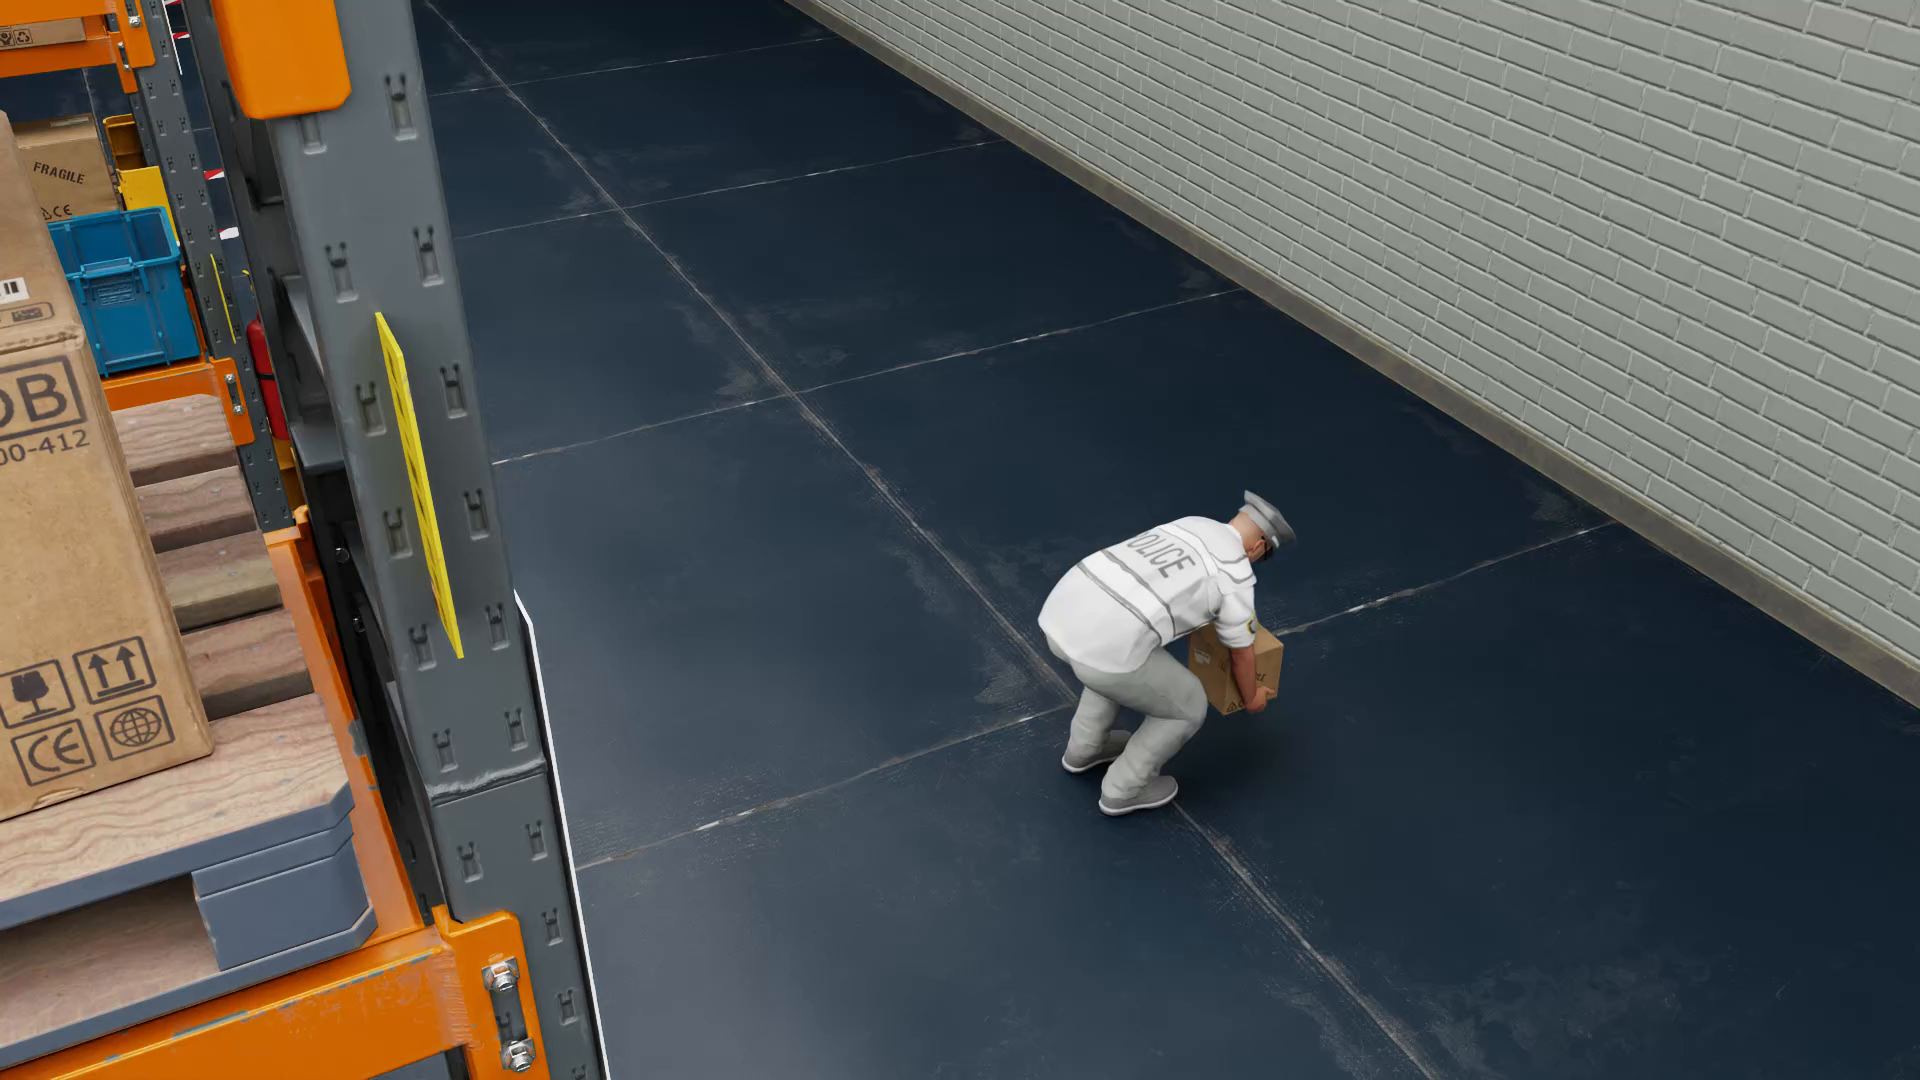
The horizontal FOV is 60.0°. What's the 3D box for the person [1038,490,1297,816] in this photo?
[{"bbox_3d":[0.773,0.408,6.127,1.034,1.076,0.536,-18,37,-25],"label":"person"}]
